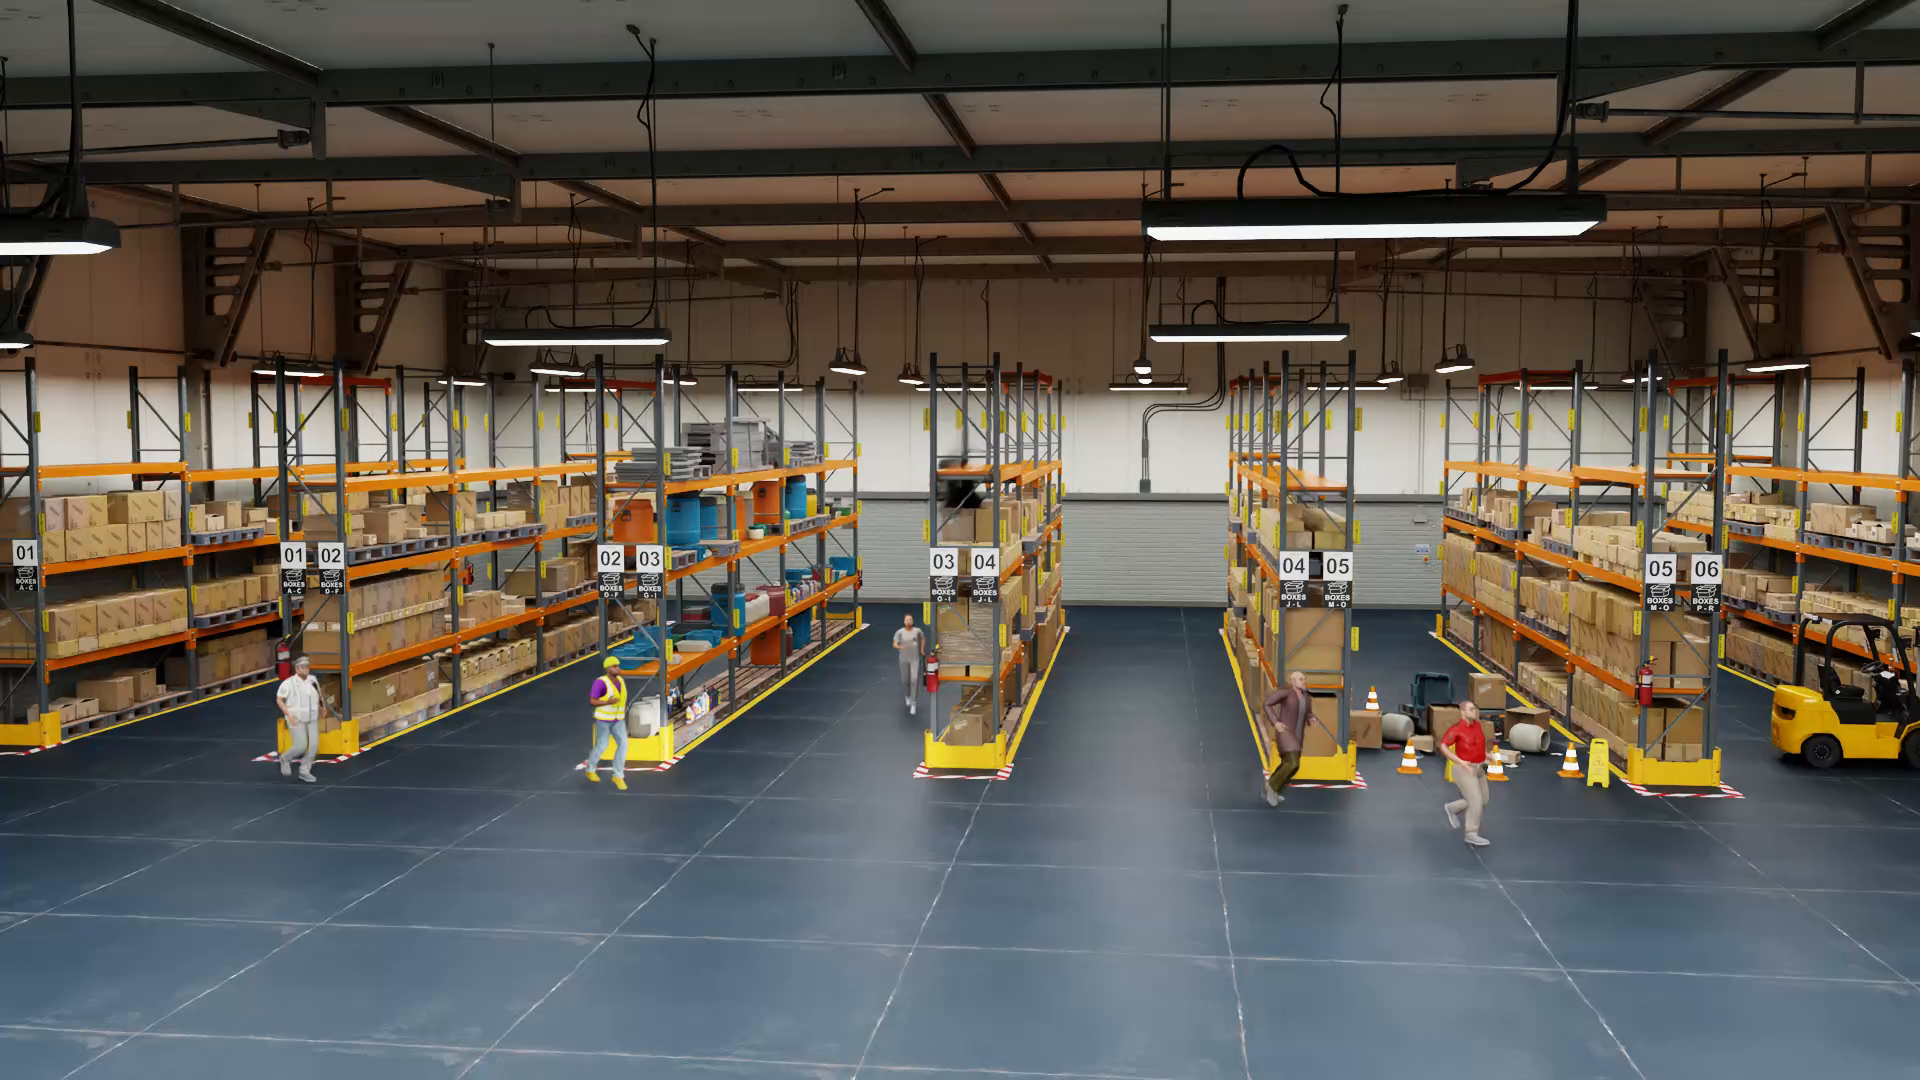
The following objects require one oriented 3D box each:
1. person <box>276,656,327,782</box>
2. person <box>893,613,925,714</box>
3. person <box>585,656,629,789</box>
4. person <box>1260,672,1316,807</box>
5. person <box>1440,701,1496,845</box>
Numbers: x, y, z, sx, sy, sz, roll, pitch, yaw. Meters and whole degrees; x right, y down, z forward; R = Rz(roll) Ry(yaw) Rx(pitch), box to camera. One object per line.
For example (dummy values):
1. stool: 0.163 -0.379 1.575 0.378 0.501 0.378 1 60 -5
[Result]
1. person: -9.222 2.493 23.294 0.598 1.755 0.683 3 5 33
2. person: -0.880 2.107 28.808 0.552 1.693 0.910 0 4 0
3. person: -4.824 2.511 22.890 0.772 1.835 0.699 4 5 41
4. person: 4.349 2.619 21.797 0.731 1.707 0.722 -3 5 -37
5. person: 6.043 2.756 19.861 0.669 1.678 0.727 -3 5 -35
